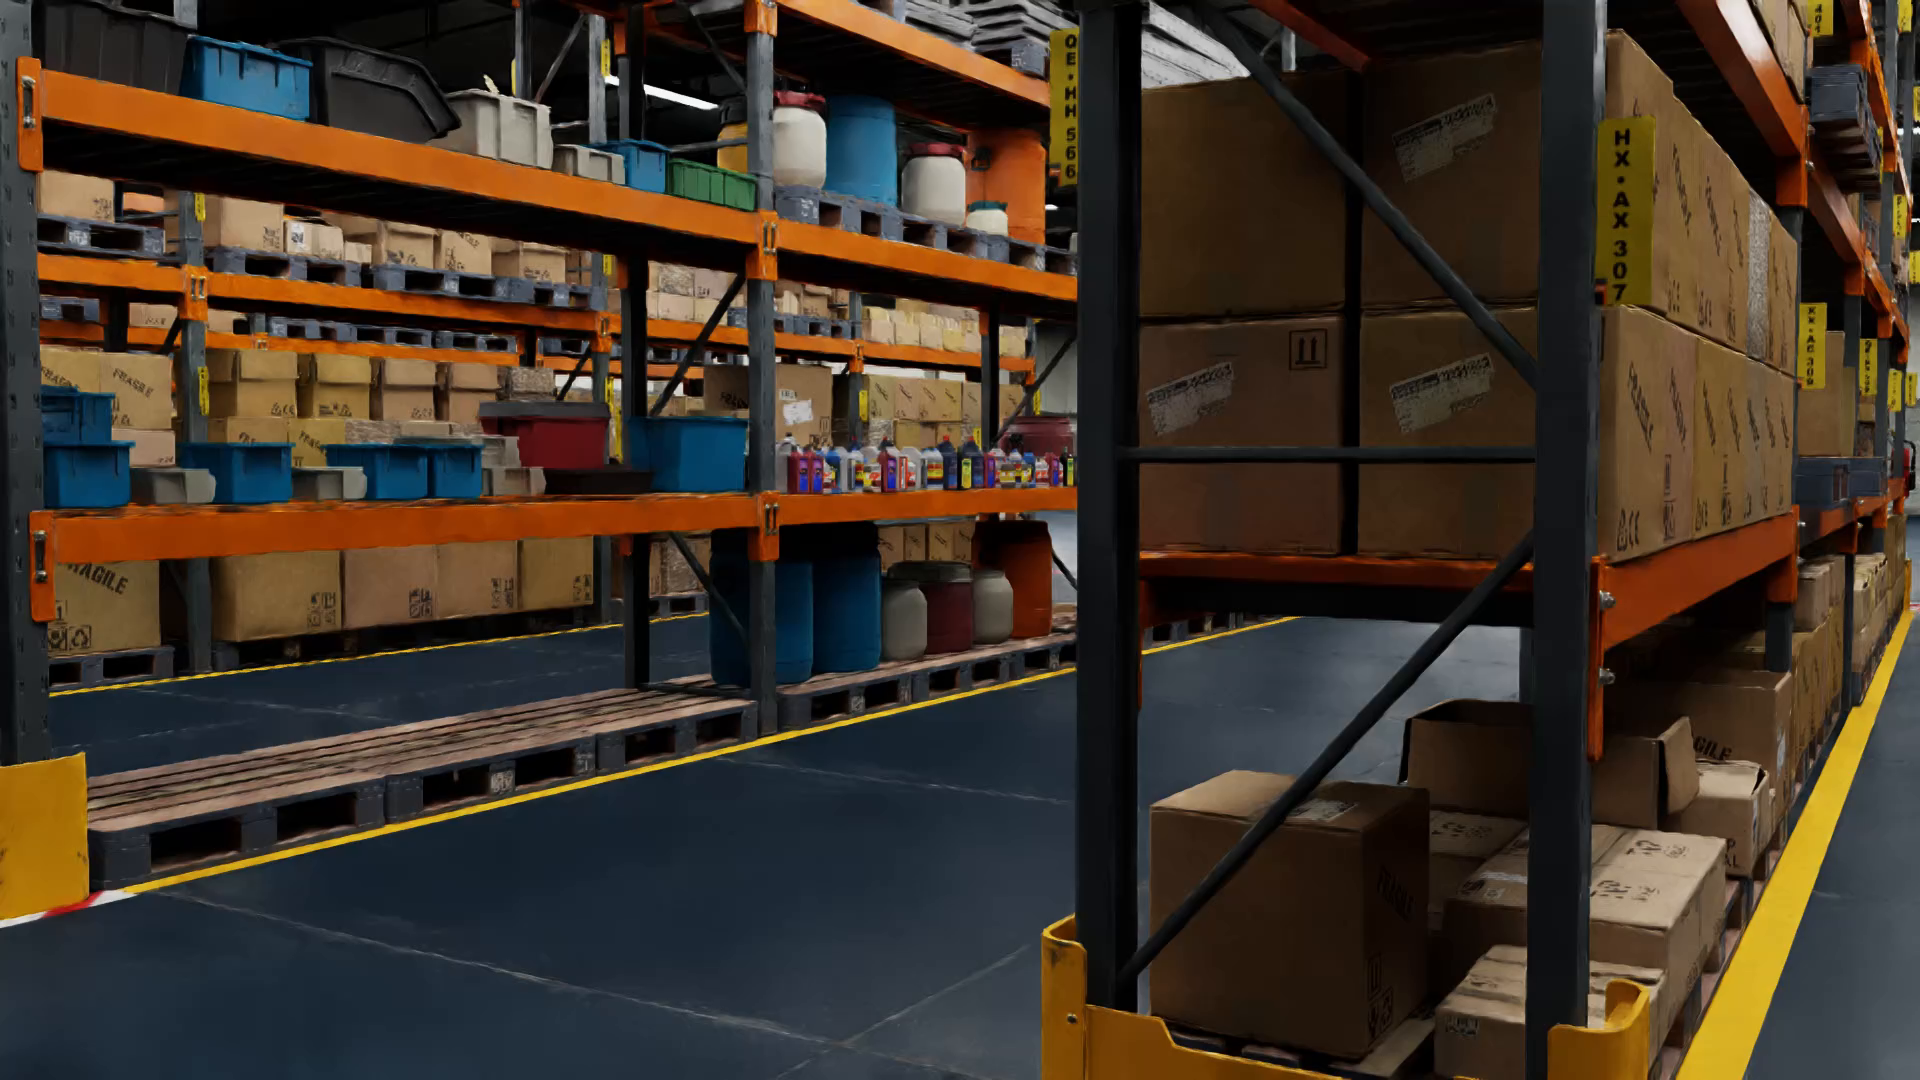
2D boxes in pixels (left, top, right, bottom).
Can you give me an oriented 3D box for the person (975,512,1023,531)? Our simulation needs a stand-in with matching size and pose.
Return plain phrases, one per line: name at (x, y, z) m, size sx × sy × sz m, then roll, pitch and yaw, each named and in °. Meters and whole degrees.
person at (0.357, -0.077, 14.407) m, size 0.543 × 1.721 × 0.892 m, roll 2°, pitch 4°, yaw 39°
